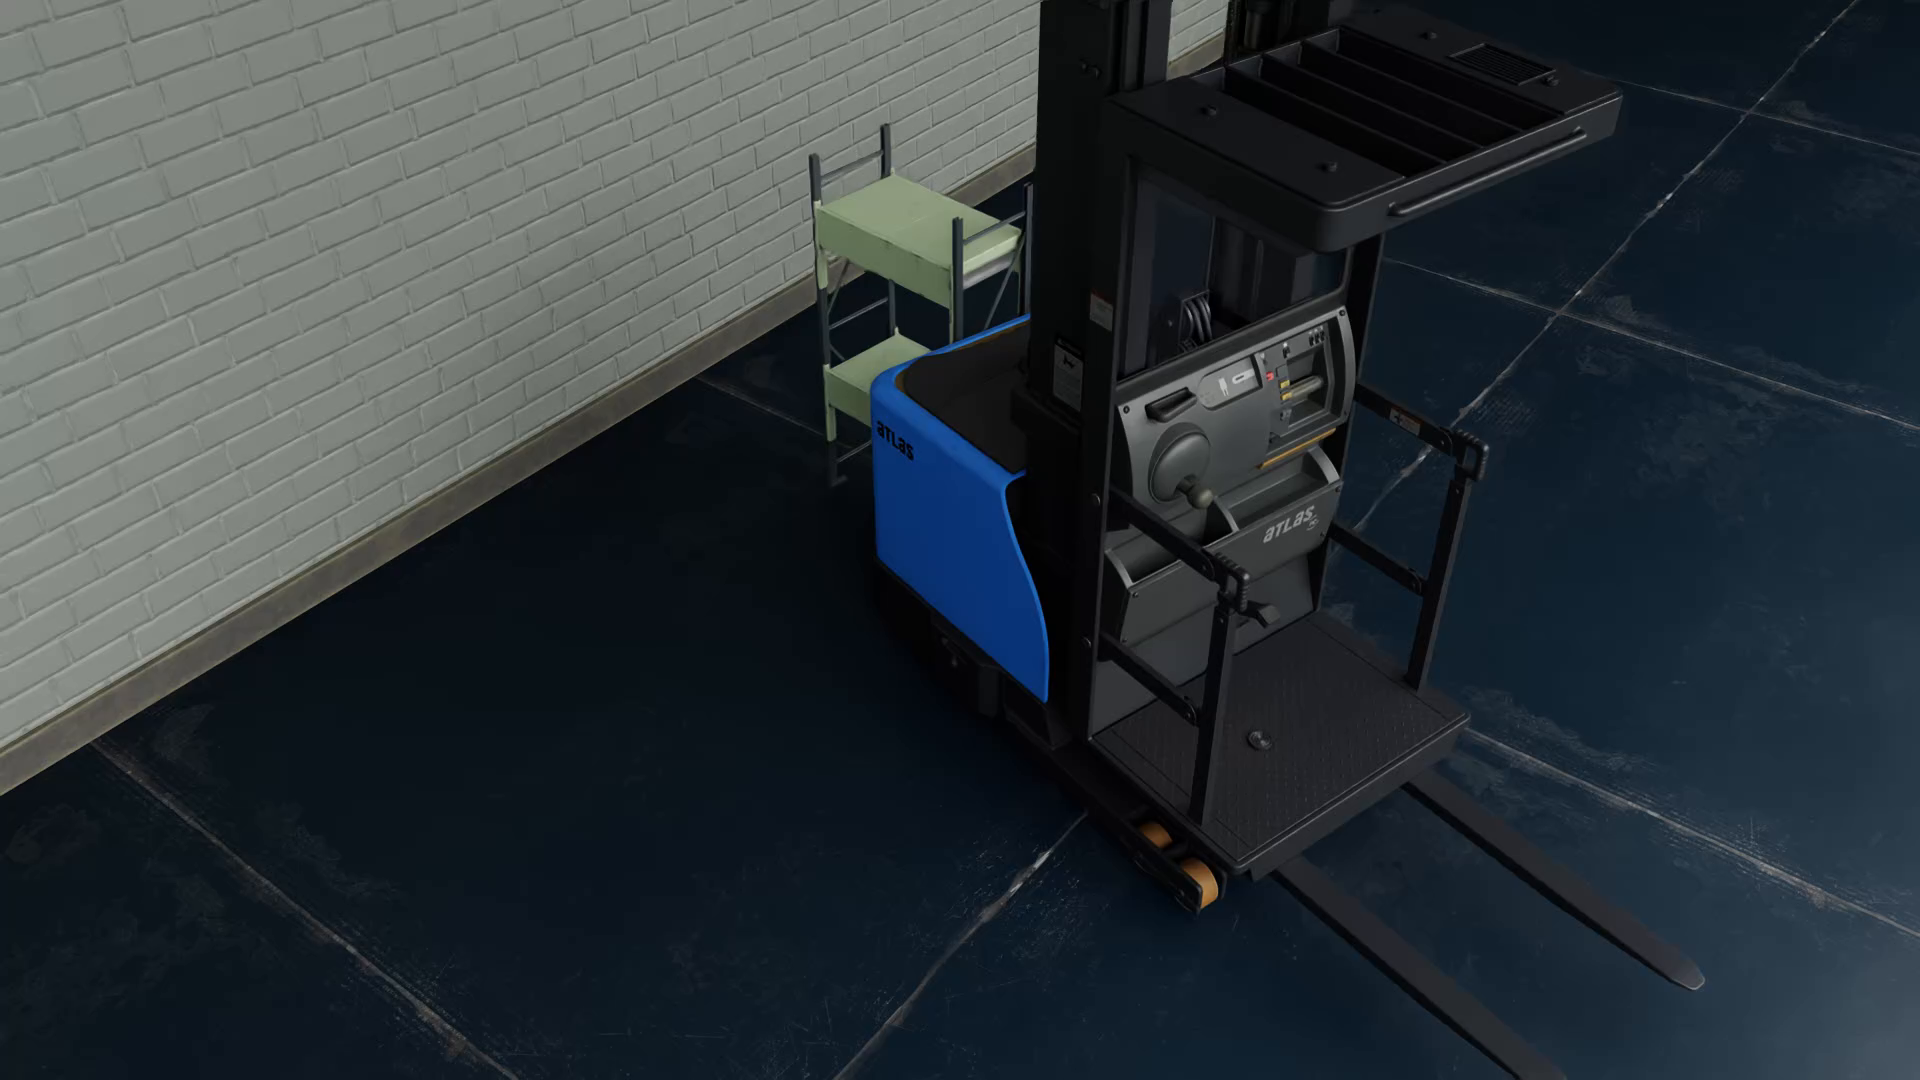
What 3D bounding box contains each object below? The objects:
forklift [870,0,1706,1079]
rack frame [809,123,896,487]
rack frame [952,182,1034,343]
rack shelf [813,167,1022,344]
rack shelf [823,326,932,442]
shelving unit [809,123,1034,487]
[{"bbox_3d":[0.962,-0.332,4.796,1.130,2.935,3.031,-25,45,-28],"label":"forklift"},{"bbox_3d":[-0.412,-0.909,6.694,0.023,1.500,0.400,30,47,33],"label":"rack frame"},{"bbox_3d":[0.118,-0.597,6.296,0.023,1.500,0.400,30,47,33],"label":"rack frame"},{"bbox_3d":[-0.147,-1.061,6.255,0.720,0.370,0.431,30,47,33],"label":"rack shelf"},{"bbox_3d":[-0.147,-0.497,6.696,0.720,0.370,0.431,30,47,33],"label":"rack shelf"},{"bbox_3d":[-0.147,-0.753,6.495,0.755,1.500,0.431,30,47,33],"label":"shelving unit"}]
